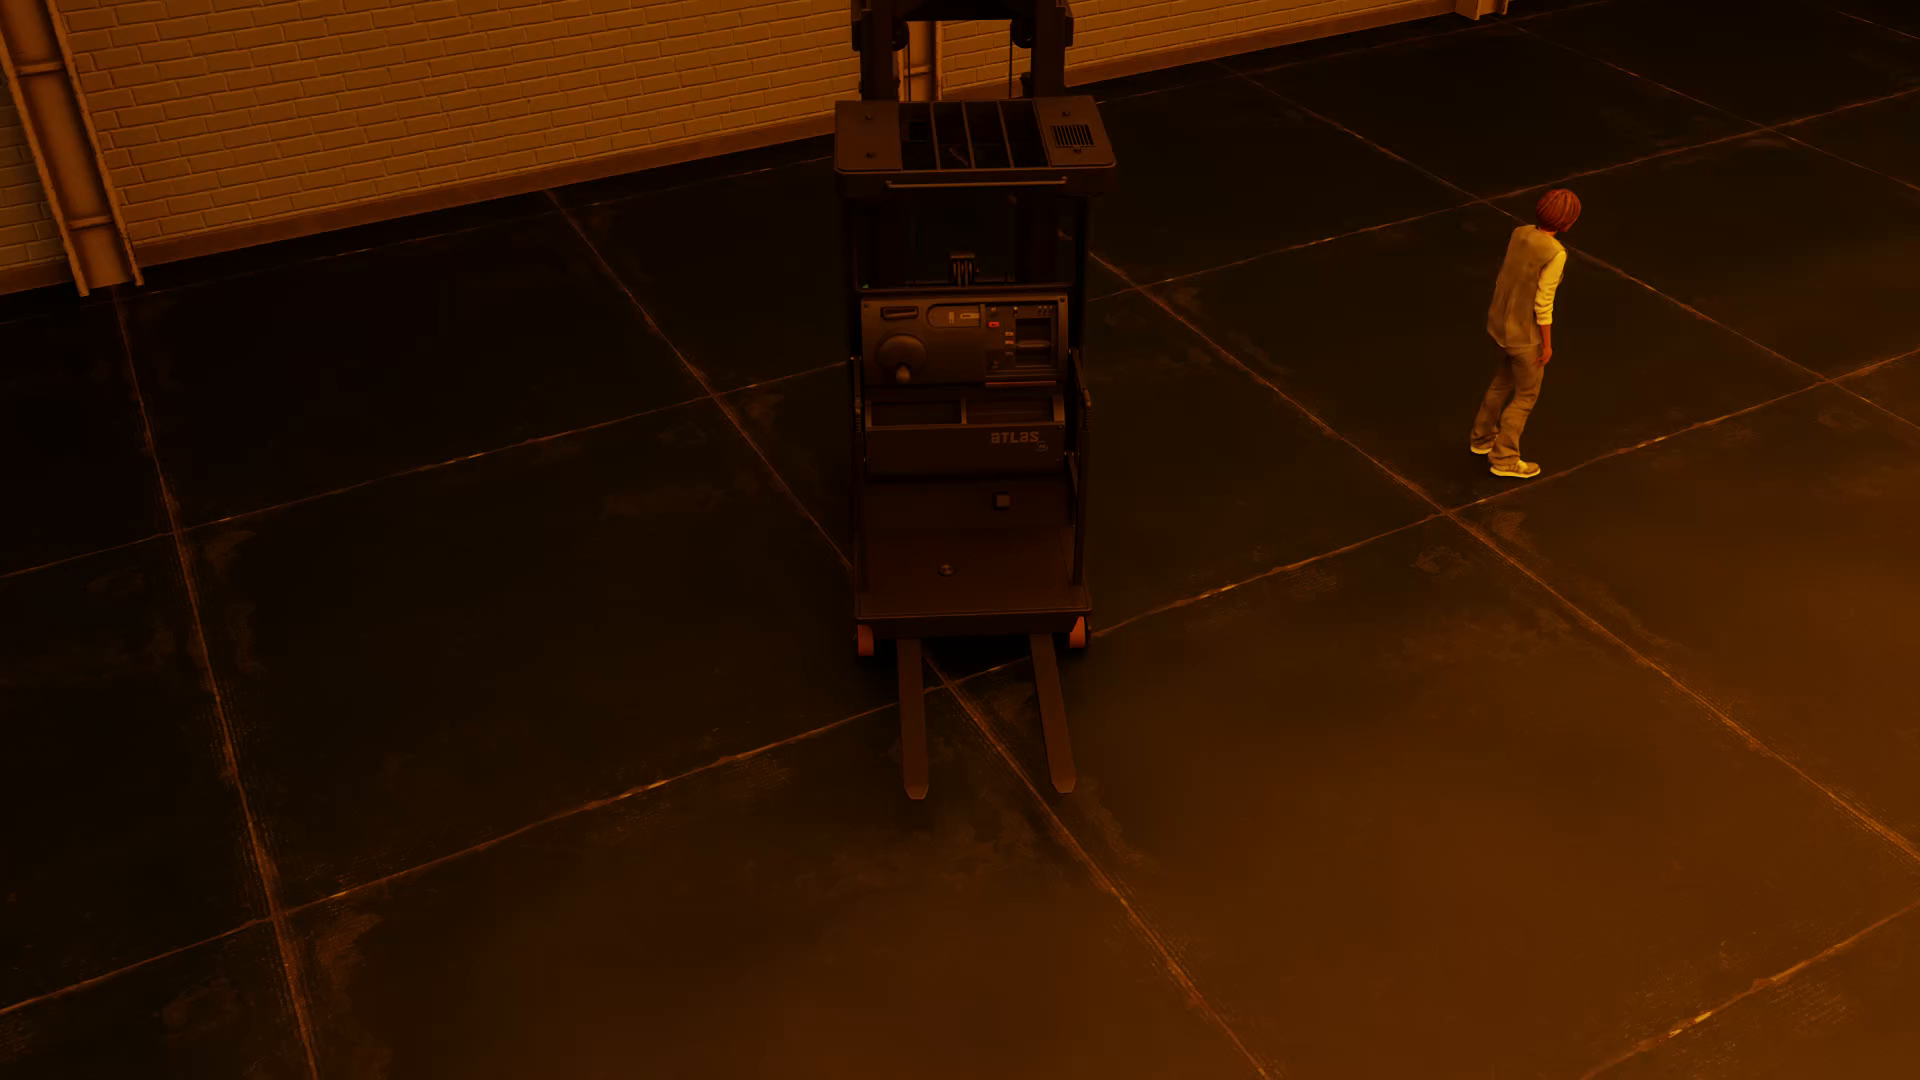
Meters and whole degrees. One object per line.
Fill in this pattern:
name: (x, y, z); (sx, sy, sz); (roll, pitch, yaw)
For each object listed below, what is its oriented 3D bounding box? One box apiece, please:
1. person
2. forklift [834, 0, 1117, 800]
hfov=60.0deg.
person: (2.989, -1.101, 8.842); (0.347, 1.592, 0.463); (-9, 36, -12)
forklift: (0.037, -0.840, 7.312); (1.130, 2.935, 3.031); (-2, 35, -3)
